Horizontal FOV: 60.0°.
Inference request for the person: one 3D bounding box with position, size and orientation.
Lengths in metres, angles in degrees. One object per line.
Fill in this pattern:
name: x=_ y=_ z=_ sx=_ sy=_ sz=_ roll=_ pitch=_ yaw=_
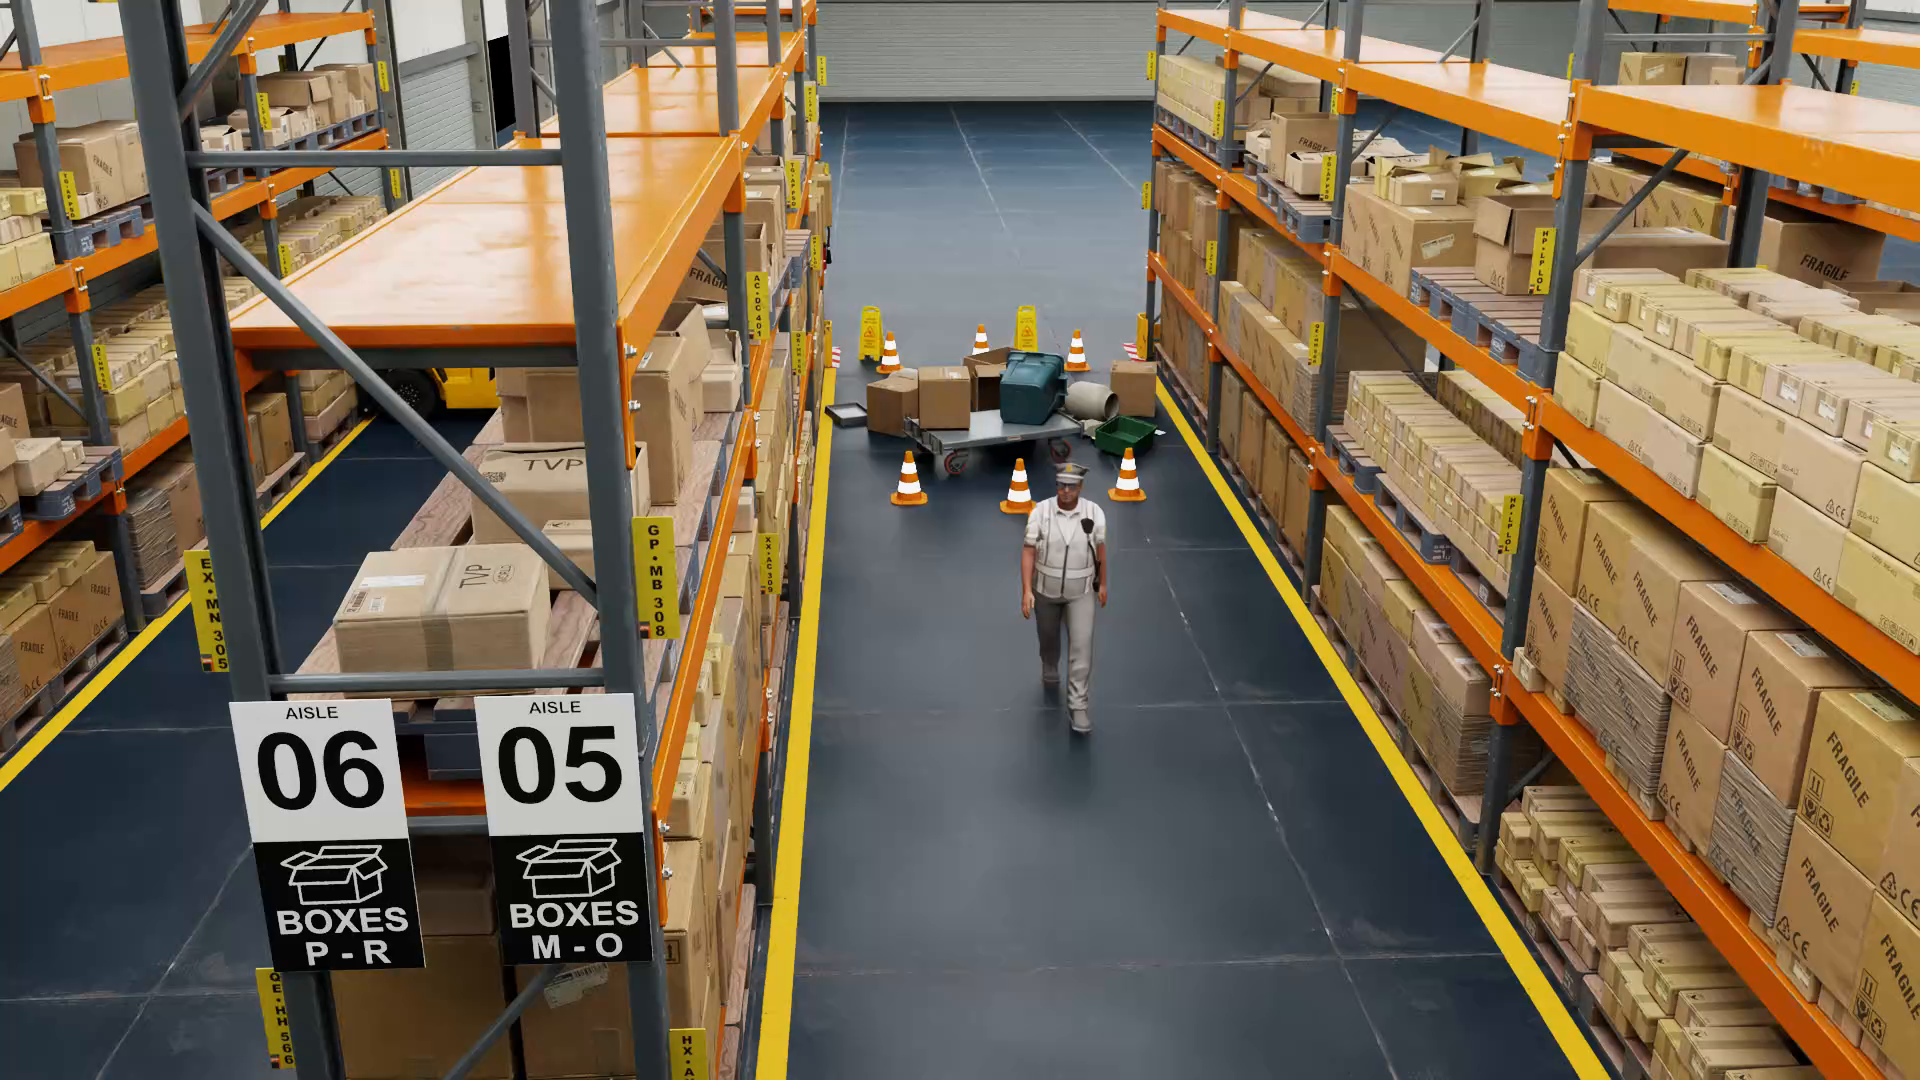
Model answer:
person: x=0.689 y=0.312 z=11.030 sx=0.573 sy=1.711 sz=1.077 roll=2 pitch=20 yaw=6
